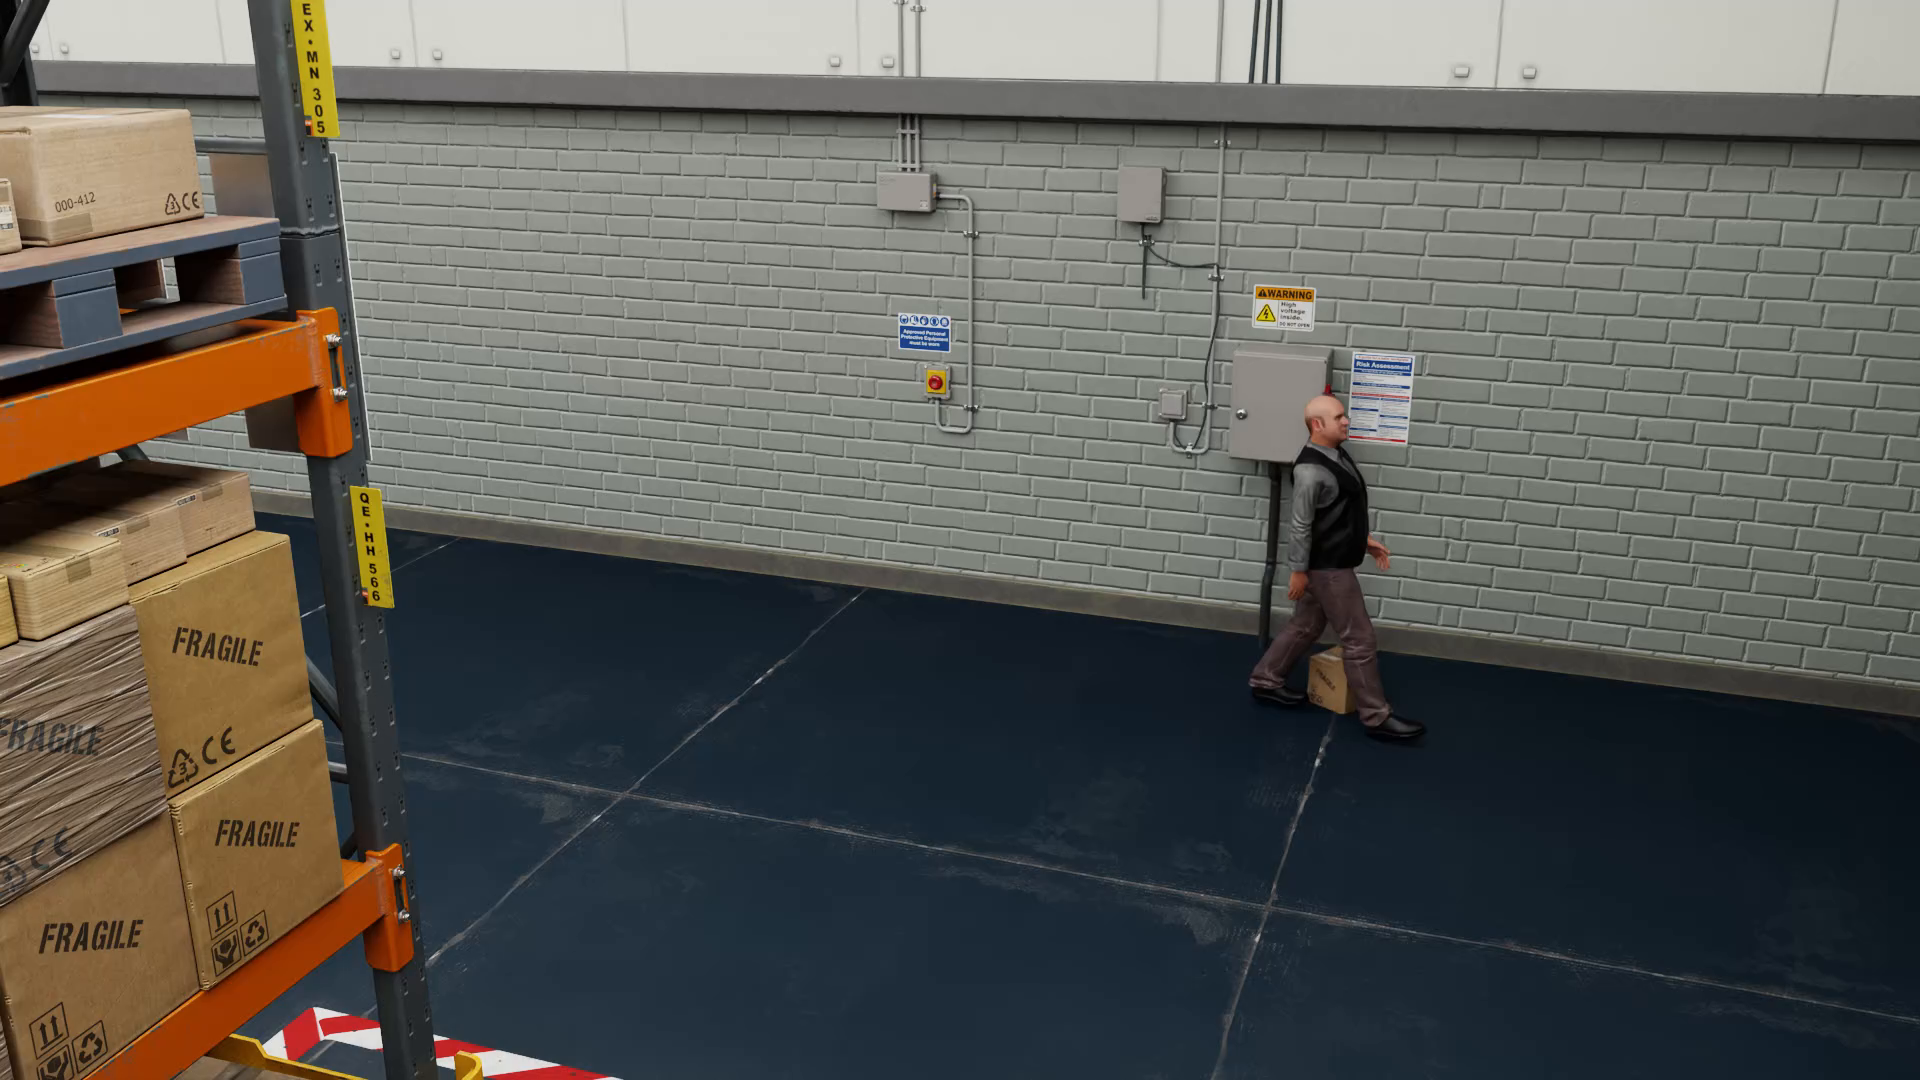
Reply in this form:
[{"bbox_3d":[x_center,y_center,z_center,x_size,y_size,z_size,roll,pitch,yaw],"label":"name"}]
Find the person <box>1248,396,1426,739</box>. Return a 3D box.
[{"bbox_3d":[1.921,0.114,8.256,0.923,1.679,0.542,6,19,18],"label":"person"}]
